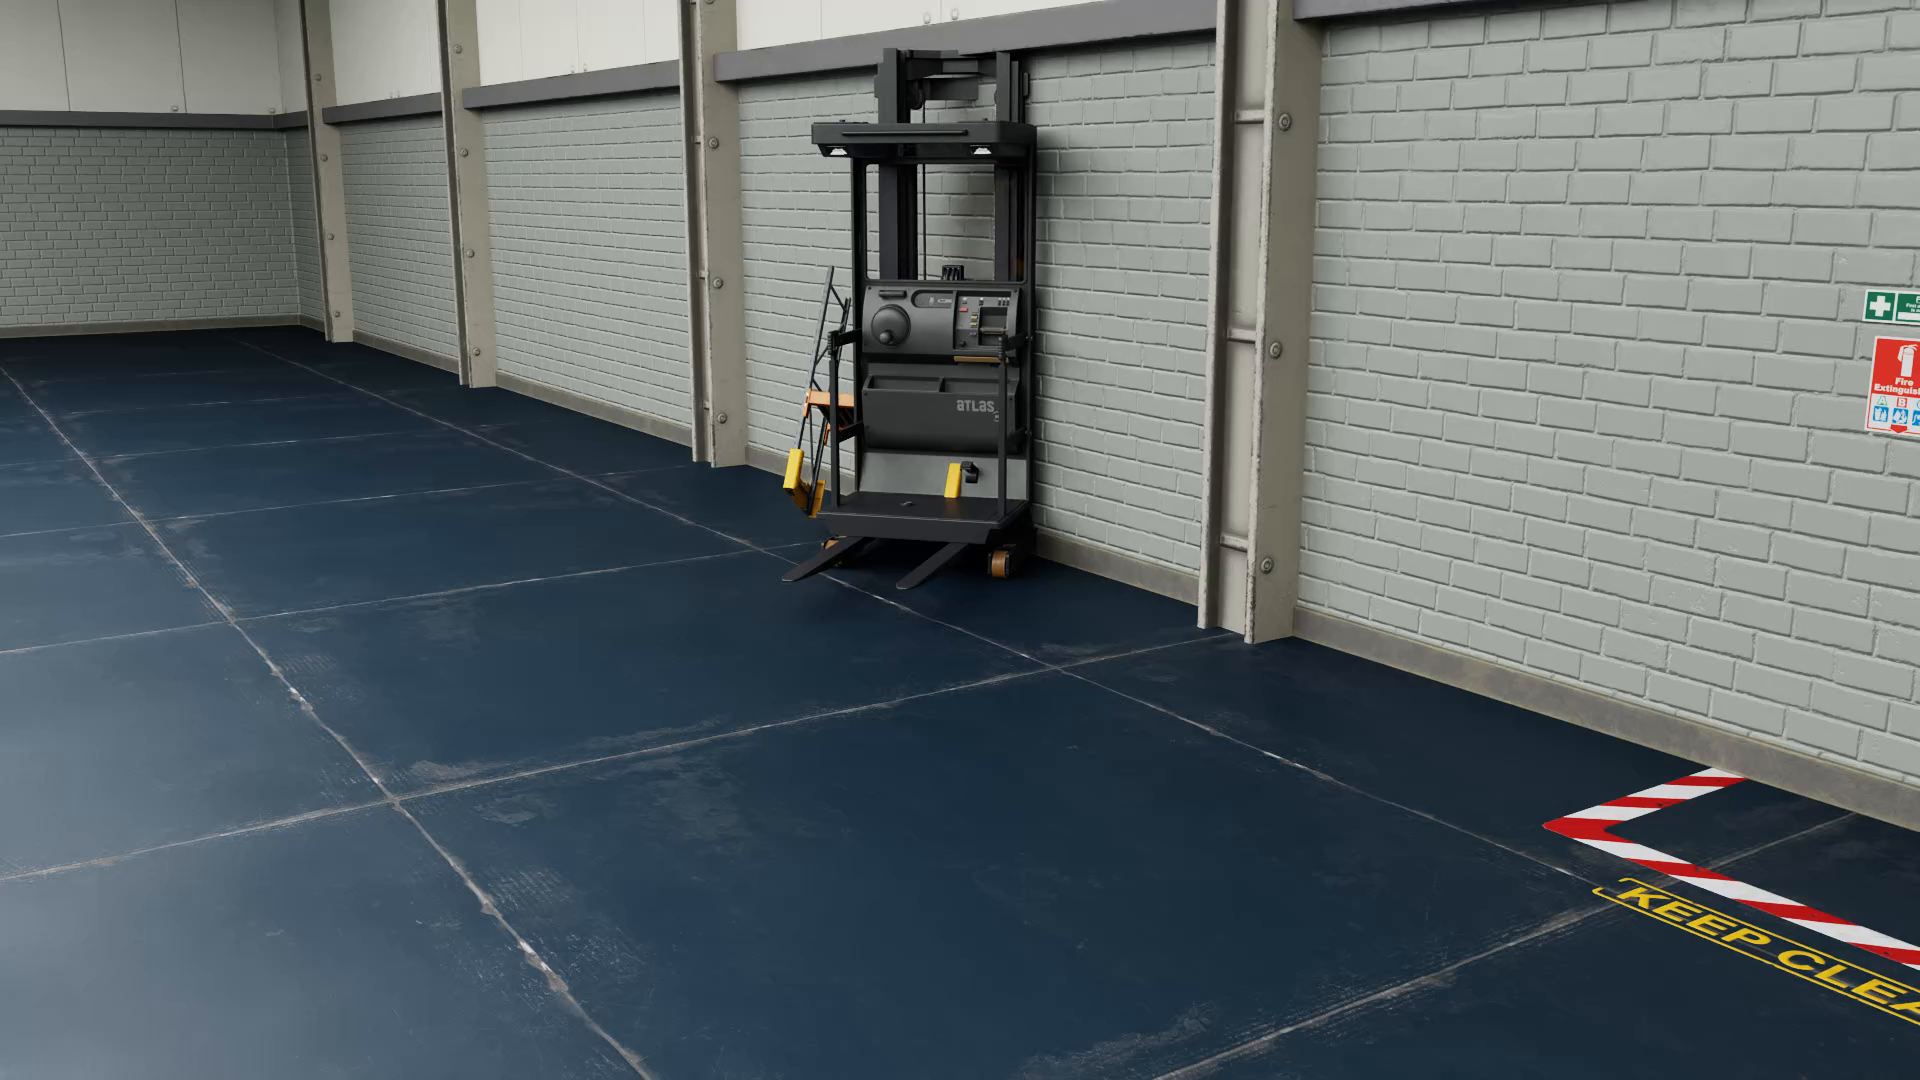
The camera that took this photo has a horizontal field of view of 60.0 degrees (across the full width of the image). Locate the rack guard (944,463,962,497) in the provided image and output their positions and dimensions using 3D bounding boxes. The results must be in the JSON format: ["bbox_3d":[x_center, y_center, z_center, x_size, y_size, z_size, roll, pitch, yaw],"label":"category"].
[{"bbox_3d":[0.006,-0.251,10.123,0.087,0.250,0.587,6,-16,12],"label":"rack guard"}]

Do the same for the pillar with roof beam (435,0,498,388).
[{"bbox_3d":[-8.802,-5.570,14.767,9.100,9.000,0.400,-8,15,-33],"label":"pillar with roof beam"}]

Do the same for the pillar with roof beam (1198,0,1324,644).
[{"bbox_3d":[-2.154,-3.436,5.008,9.100,9.000,0.400,-8,15,-33],"label":"pillar with roof beam"}]

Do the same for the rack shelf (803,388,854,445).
[{"bbox_3d":[-0.419,-0.723,10.349,1.000,0.185,0.538,6,-16,12],"label":"rack shelf"}]

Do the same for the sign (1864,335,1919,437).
[{"bbox_3d":[3.196,-0.519,5.632,0.001,0.329,0.234,-8,15,-33],"label":"sign"}]

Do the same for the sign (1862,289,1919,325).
[{"bbox_3d":[3.192,-0.776,5.567,0.001,0.109,0.331,-8,15,-33],"label":"sign"}]

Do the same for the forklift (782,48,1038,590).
[{"bbox_3d":[-0.169,-1.304,9.462,1.130,2.935,3.031,3,13,15],"label":"forklift"}]

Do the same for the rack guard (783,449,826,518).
[{"bbox_3d":[-0.963,-0.347,10.334,0.087,0.250,0.587,6,-16,12],"label":"rack guard"}]

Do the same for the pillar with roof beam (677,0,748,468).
[{"bbox_3d":[-5.478,-4.503,9.888,9.100,9.000,0.400,-8,15,-33],"label":"pillar with roof beam"}]

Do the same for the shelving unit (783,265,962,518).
[{"bbox_3d":[-0.383,-0.894,10.395,1.083,1.500,0.587,6,-16,12],"label":"shelving unit"}]

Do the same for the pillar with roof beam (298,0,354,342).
[{"bbox_3d":[-12.127,-6.637,19.647,9.100,9.000,0.400,-8,15,-33],"label":"pillar with roof beam"}]

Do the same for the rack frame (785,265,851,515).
[{"bbox_3d":[-0.886,-0.944,10.505,0.032,1.500,0.500,6,-16,12],"label":"rack frame"}]
